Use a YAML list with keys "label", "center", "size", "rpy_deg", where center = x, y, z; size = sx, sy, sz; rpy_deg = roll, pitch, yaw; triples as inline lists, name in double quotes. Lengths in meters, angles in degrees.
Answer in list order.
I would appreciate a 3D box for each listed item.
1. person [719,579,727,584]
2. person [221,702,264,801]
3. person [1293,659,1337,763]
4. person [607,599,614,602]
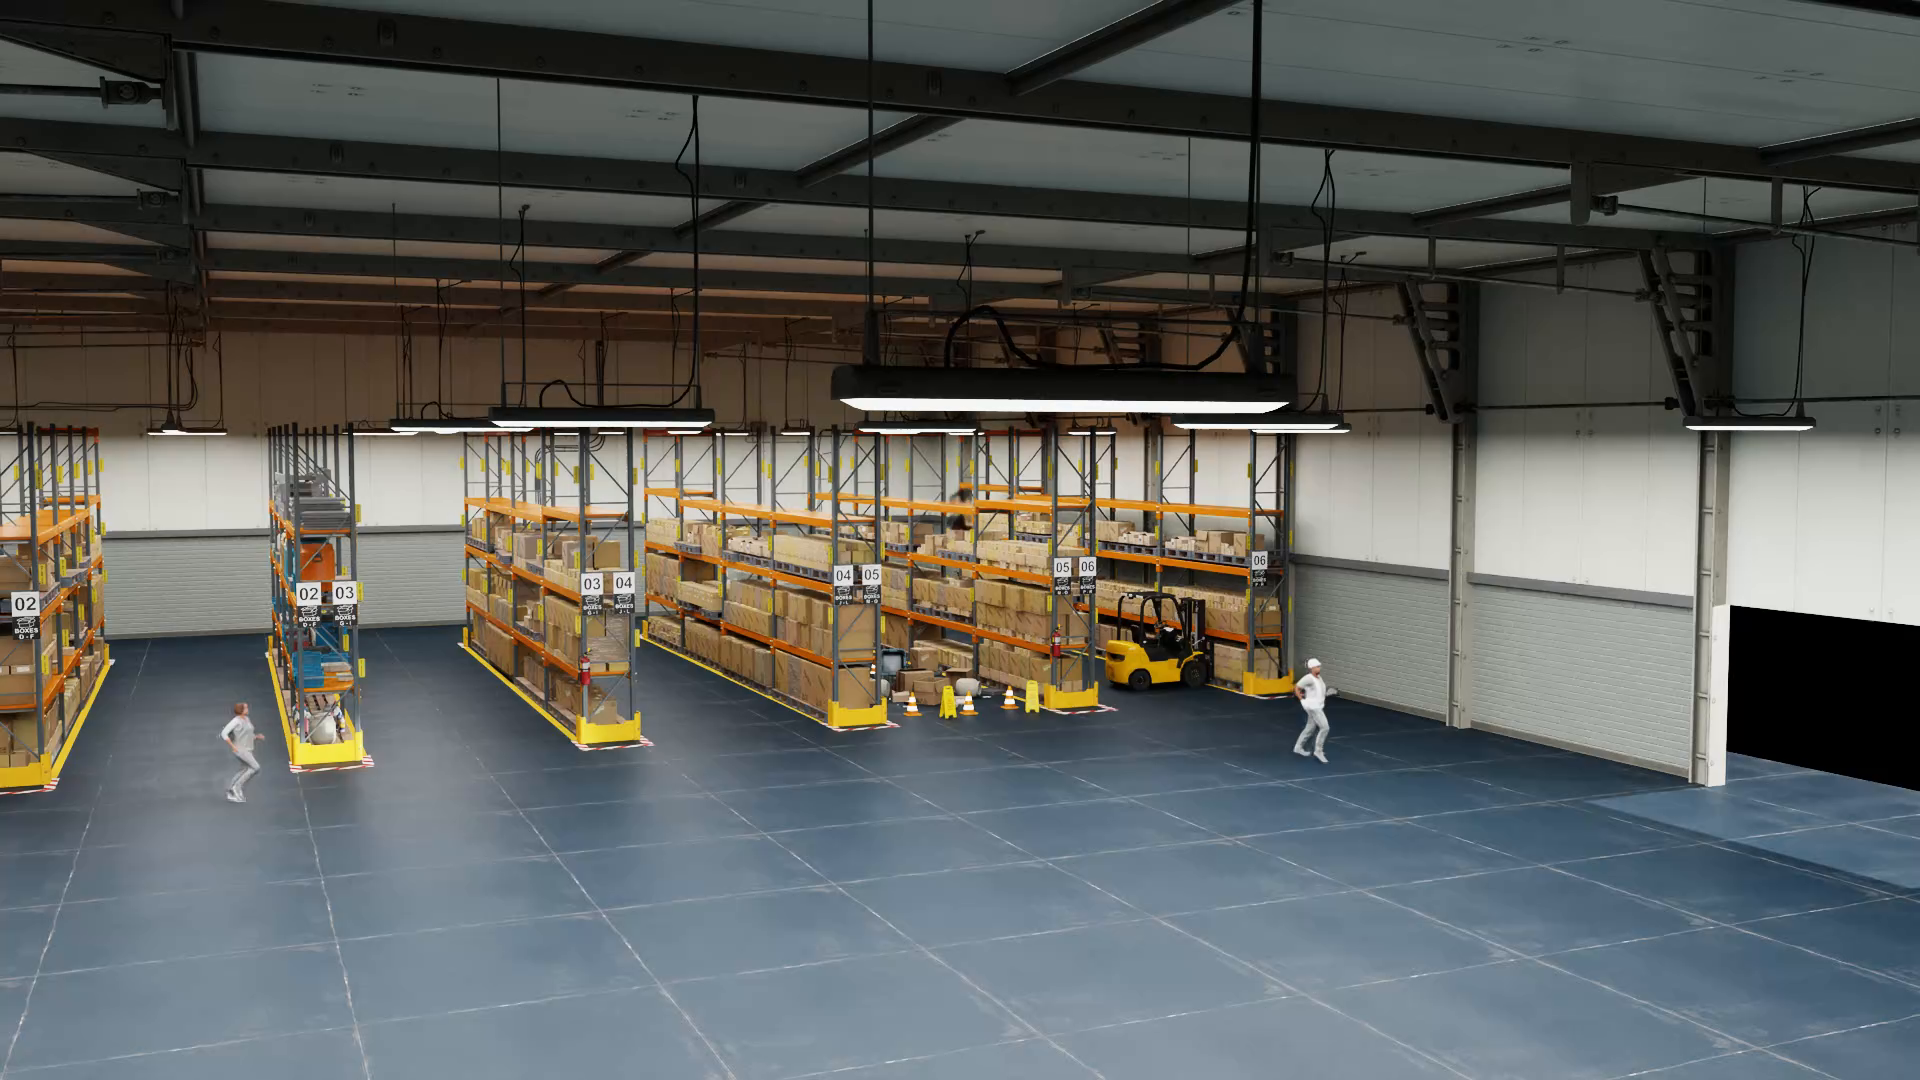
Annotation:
- label: "person"
  center: [-7.091, 1.818, 49.900]
  size: [0.642, 1.751, 0.661]
  rpy_deg: [-2, 4, -26]
- label: "person"
  center: [-11.251, 3.323, 26.145]
  size: [0.621, 1.565, 0.517]
  rpy_deg: [0, 3, -2]
- label: "person"
  center: [6.297, 3.027, 29.524]
  size: [0.769, 1.841, 0.657]
  rpy_deg: [2, 4, 24]
- label: "person"
  center: [-9.580, 2.046, 45.681]
  size: [0.737, 1.798, 0.992]
  rpy_deg: [-1, 4, -15]
